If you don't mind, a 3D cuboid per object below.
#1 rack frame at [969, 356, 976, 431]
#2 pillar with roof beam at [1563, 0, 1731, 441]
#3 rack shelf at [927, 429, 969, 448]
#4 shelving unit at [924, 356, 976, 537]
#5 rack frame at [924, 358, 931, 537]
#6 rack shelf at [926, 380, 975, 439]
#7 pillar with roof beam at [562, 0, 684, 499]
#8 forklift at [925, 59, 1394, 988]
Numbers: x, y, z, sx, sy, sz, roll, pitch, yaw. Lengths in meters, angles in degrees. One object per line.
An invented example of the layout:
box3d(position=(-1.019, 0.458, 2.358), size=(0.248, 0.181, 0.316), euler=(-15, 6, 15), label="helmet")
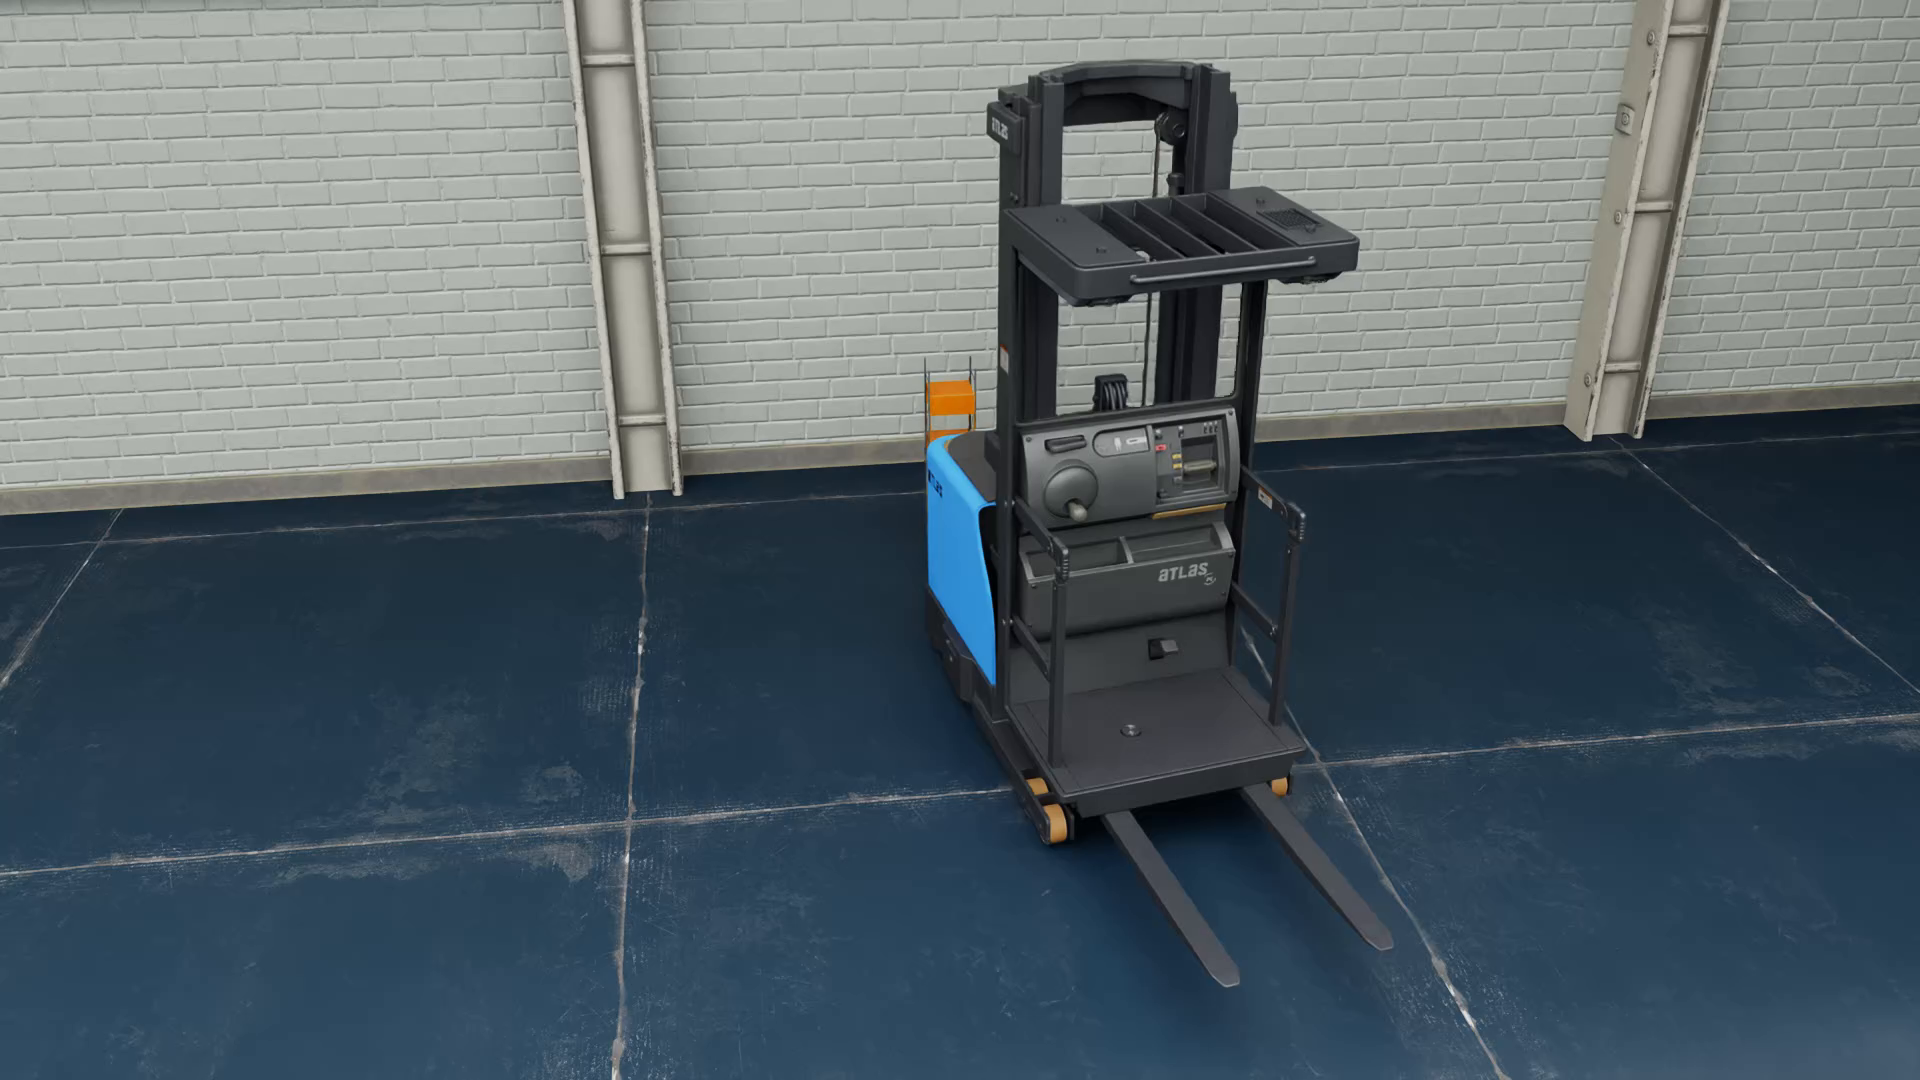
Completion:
box3d(position=(0.068, -0.471, 9.019), size=(0.008, 1.050, 0.200), euler=(-4, 27, -7), label="rack frame")
box3d(position=(4.696, -2.760, 4.773), size=(0.400, 9.000, 9.100), euler=(-4, 27, -7), label="pillar with roof beam")
box3d(position=(-0.053, -0.454, 9.008), size=(0.240, 0.259, 0.215), euler=(-4, 27, -7), label="rack shelf")
box3d(position=(-0.053, -0.464, 9.004), size=(0.252, 1.050, 0.215), euler=(-4, 27, -7), label="shelving unit")
box3d(position=(-0.174, -0.456, 8.989), size=(0.008, 1.050, 0.200), euler=(-4, 27, -7), label="rack frame")
box3d(position=(-0.053, -0.707, 8.879), size=(0.240, 0.259, 0.215), euler=(-4, 27, -7), label="rack shelf")
box3d(position=(-1.245, -2.379, 4.029), size=(0.400, 9.000, 9.100), euler=(-4, 27, -7), label="pillar with roof beam")
box3d(position=(0.767, -0.263, 6.552), size=(1.130, 2.935, 3.031), euler=(-8, 28, -16), label="forklift")
